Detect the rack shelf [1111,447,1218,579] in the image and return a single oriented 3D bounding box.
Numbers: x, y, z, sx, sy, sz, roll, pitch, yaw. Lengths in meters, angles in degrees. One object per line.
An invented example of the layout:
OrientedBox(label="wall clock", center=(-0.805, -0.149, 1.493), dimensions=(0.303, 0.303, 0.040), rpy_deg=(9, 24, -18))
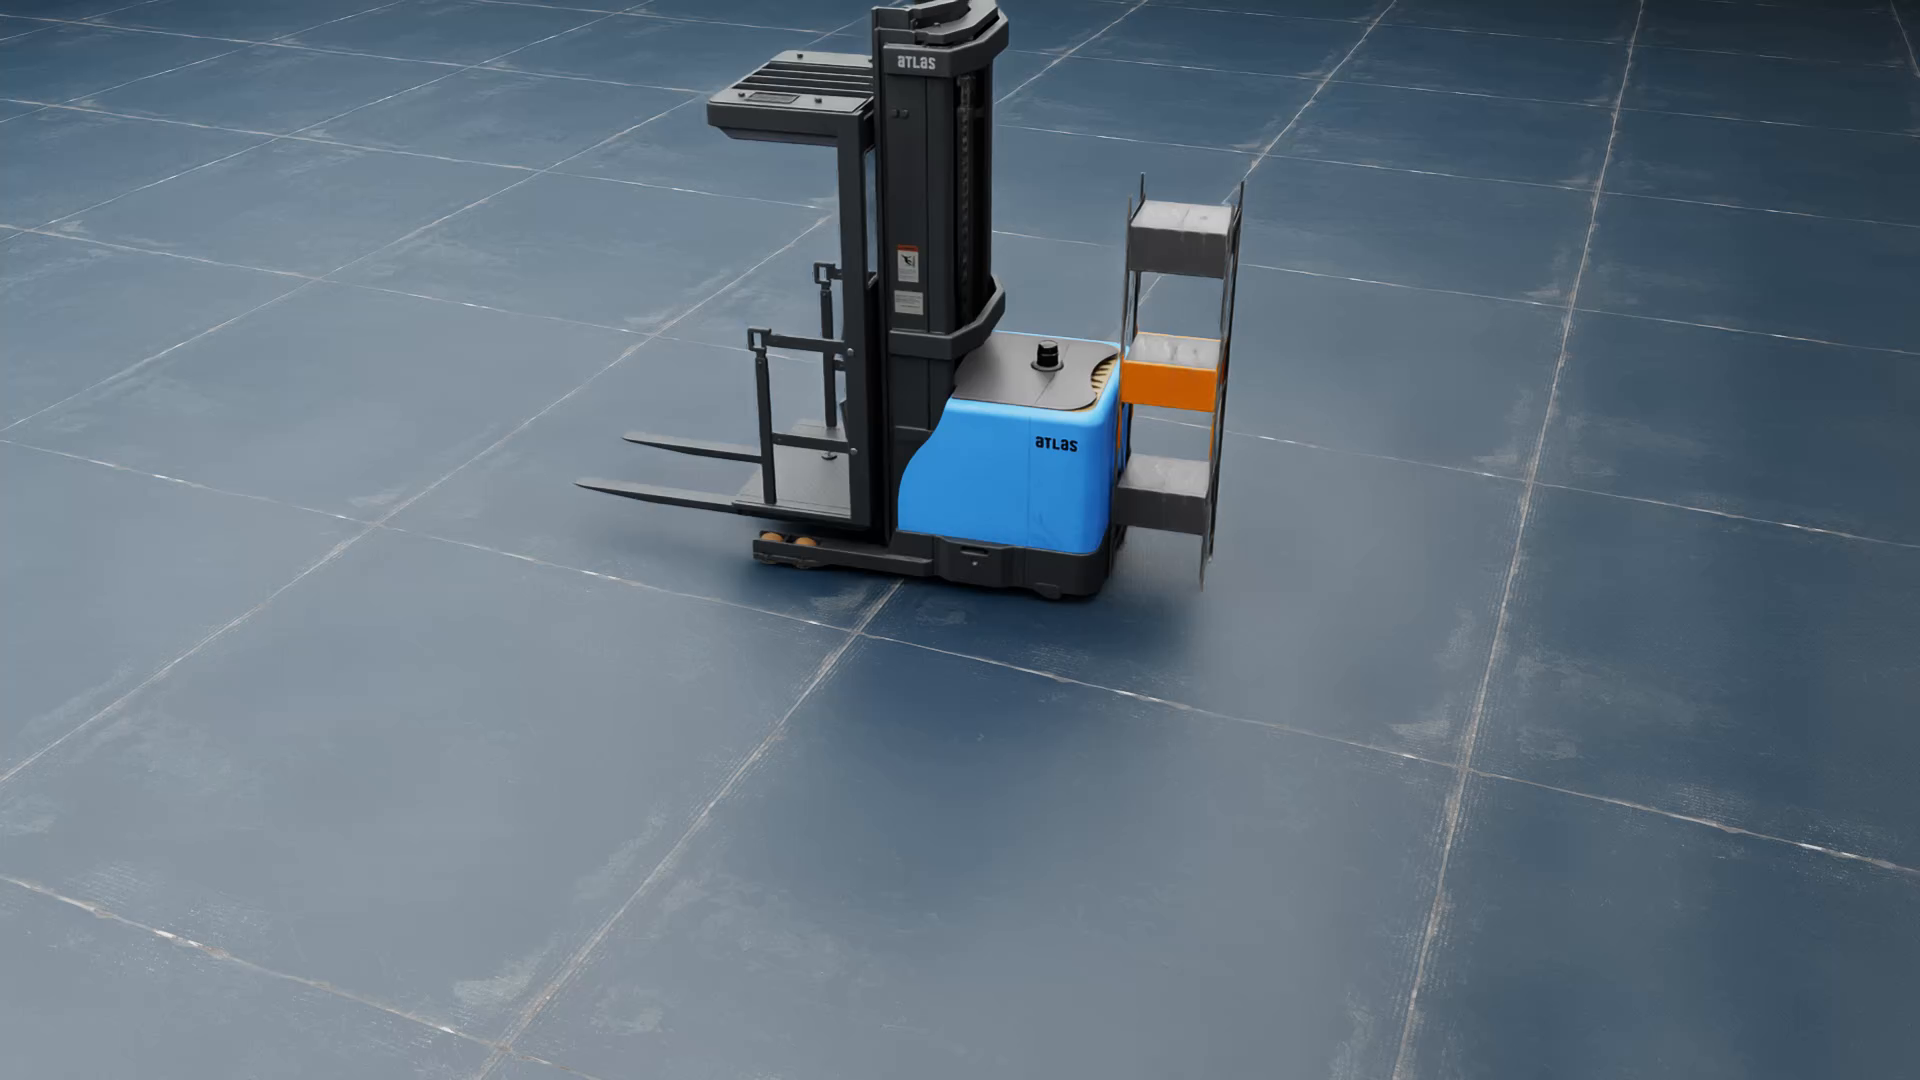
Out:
OrientedBox(label="rack shelf", center=(1.087, -0.148, 8.828), dimensions=(0.480, 0.518, 0.431), rpy_deg=(8, 30, 13))

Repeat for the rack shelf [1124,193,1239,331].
OrientedBox(label="rack shelf", center=(1.087, -1.366, 8.139), dimensions=(0.480, 0.518, 0.431), rpy_deg=(8, 30, 13))

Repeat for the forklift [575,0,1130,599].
OrientedBox(label="forklift", center=(-0.624, -1.360, 8.678), dimensions=(3.031, 2.935, 1.130), rpy_deg=(8, 30, 13))

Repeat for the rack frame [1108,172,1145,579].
OrientedBox(label="rack frame", center=(0.852, -0.801, 8.533), dimensions=(0.015, 2.100, 0.400), rpy_deg=(8, 30, 13))

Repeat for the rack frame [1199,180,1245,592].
OrientedBox(label="rack frame", center=(1.323, -0.737, 8.420), dimensions=(0.015, 2.100, 0.400), rpy_deg=(8, 30, 13))

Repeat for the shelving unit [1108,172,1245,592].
OrientedBox(label="shelving unit", center=(1.087, -0.769, 8.476), dimensions=(0.503, 2.100, 0.431), rpy_deg=(8, 30, 13))

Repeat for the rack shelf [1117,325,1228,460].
OrientedBox(label="rack shelf", center=(1.087, -0.757, 8.483), dimensions=(0.480, 0.518, 0.431), rpy_deg=(8, 30, 13))
